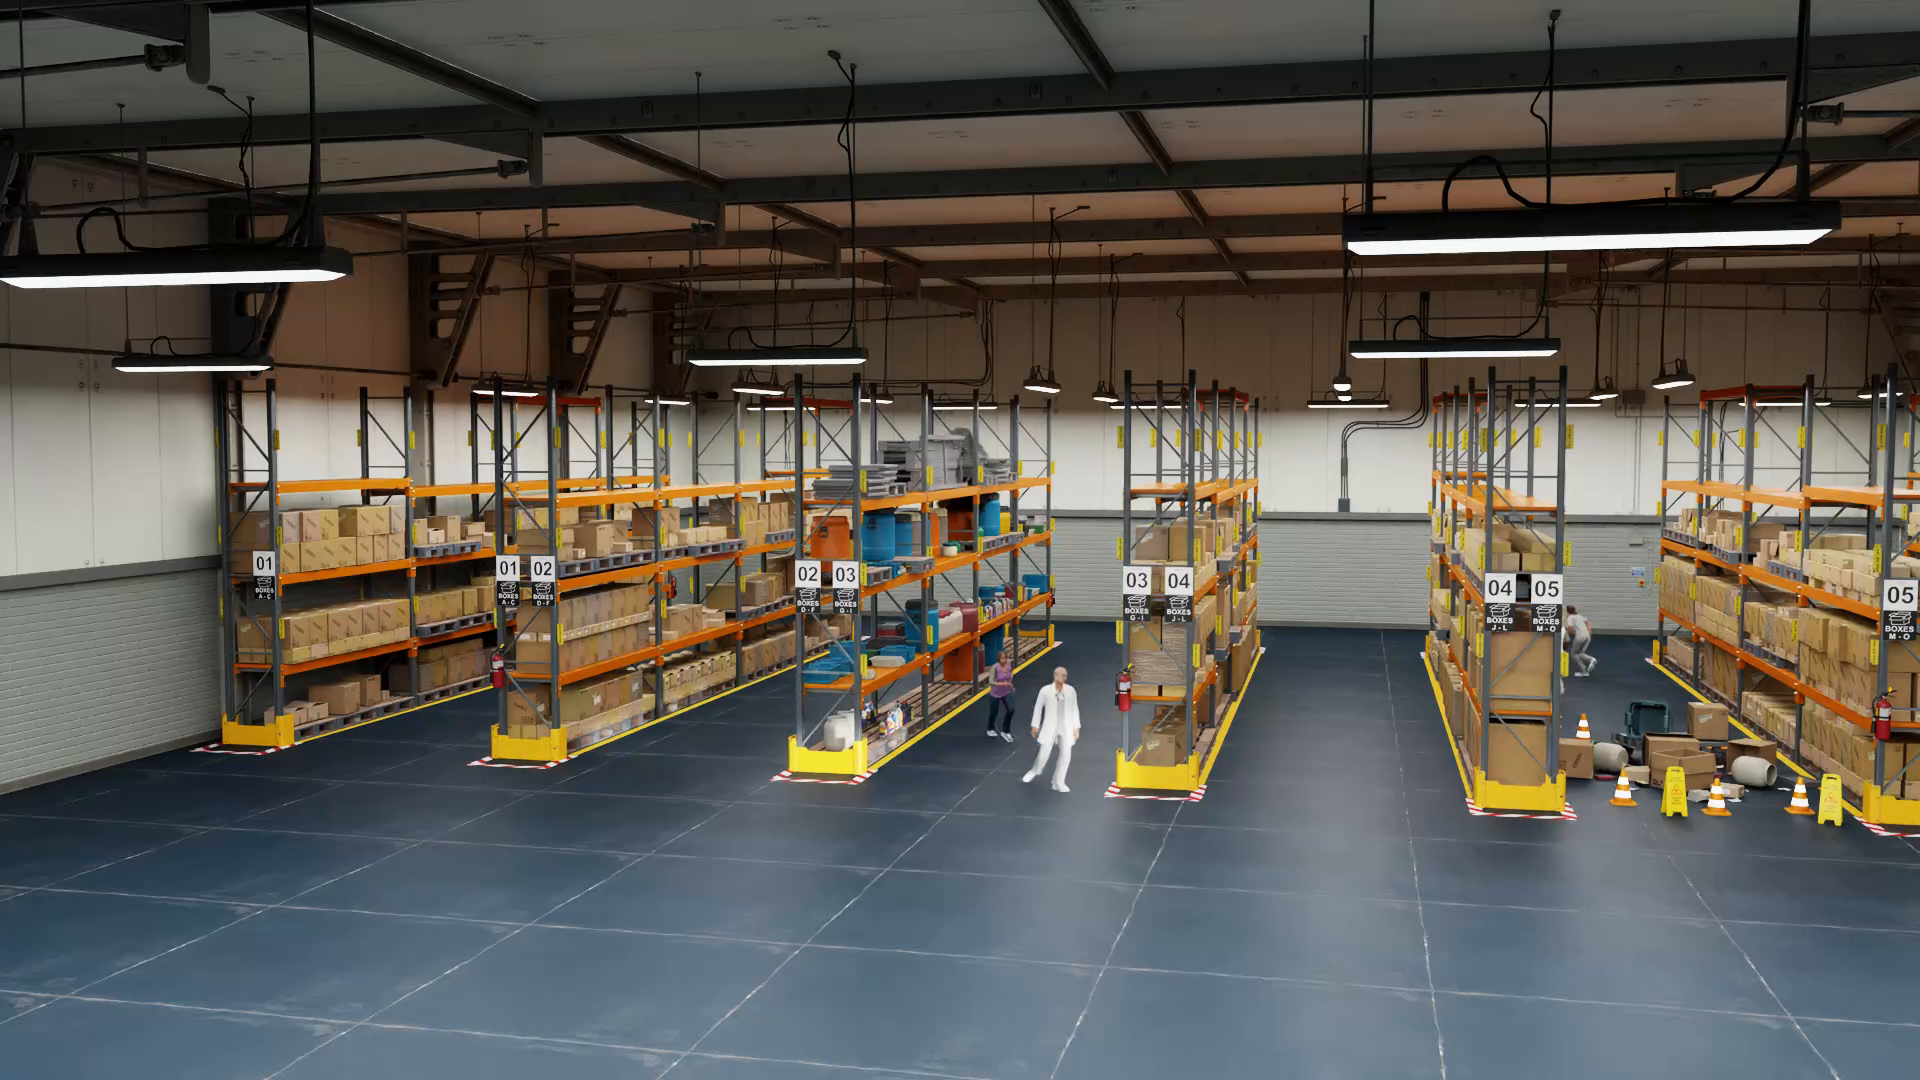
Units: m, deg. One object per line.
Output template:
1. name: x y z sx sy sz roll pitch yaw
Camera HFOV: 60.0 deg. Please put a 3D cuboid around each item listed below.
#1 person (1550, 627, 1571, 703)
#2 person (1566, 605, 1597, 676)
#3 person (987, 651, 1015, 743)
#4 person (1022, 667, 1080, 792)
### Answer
1. person: 11.239 2.253 31.477 0.685 1.730 0.780 0 3 4
2. person: 13.242 2.147 35.381 0.580 1.492 0.835 -2 4 -26
3. person: 0.679 2.579 27.570 0.539 1.542 0.897 -1 4 -20
4. person: 1.303 2.688 23.775 0.772 1.763 0.665 -1 3 -11
